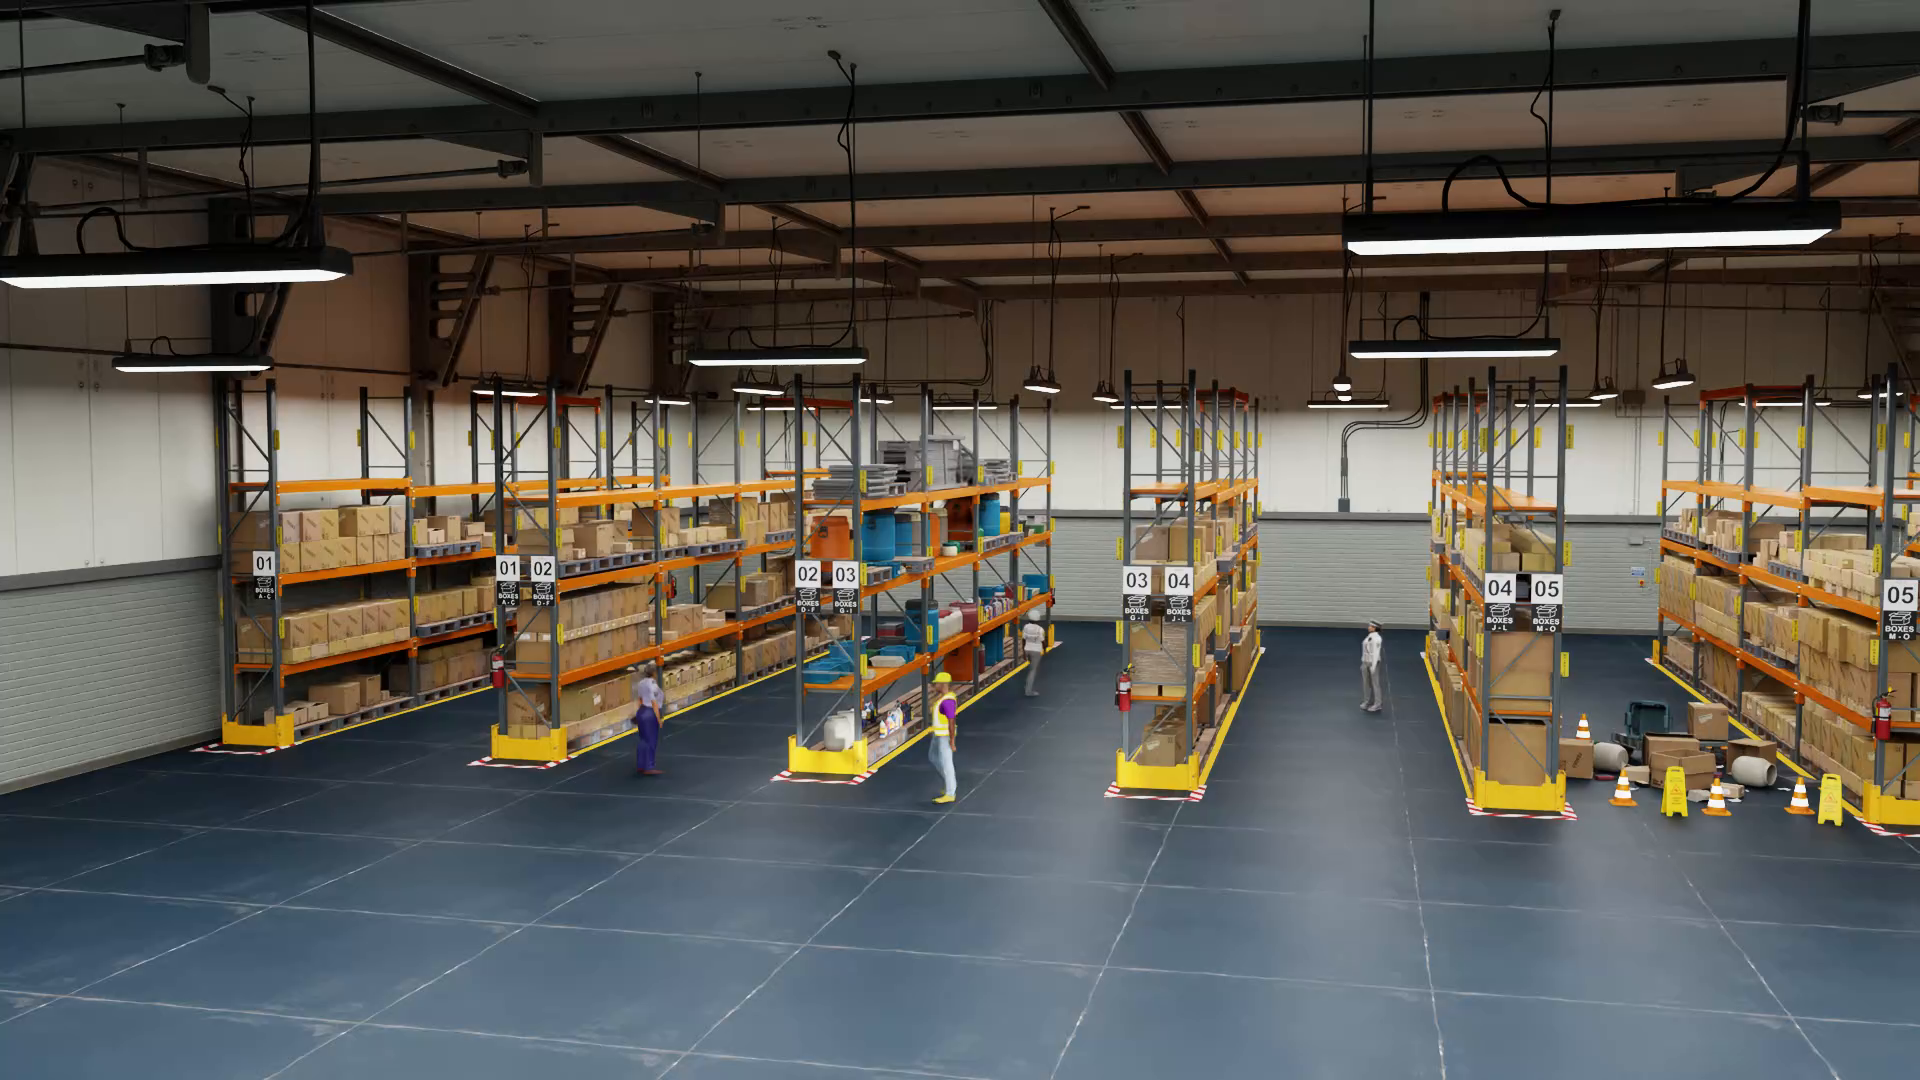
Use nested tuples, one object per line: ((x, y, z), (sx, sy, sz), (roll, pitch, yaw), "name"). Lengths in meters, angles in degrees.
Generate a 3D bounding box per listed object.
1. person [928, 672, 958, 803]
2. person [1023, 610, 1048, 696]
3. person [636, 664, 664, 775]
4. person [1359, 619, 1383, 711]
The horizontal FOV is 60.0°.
((-0.210, 2.717, 23.091), (0.420, 1.775, 0.607), (-1, 3, -10), "person")
((1.487, 2.215, 32.415), (0.510, 1.717, 0.466), (-2, 4, -35), "person")
((-4.656, 2.690, 24.983), (0.383, 1.656, 0.511), (-2, 4, -27), "person")
((7.653, 2.306, 30.915), (0.396, 1.697, 0.494), (-2, 4, -25), "person")
